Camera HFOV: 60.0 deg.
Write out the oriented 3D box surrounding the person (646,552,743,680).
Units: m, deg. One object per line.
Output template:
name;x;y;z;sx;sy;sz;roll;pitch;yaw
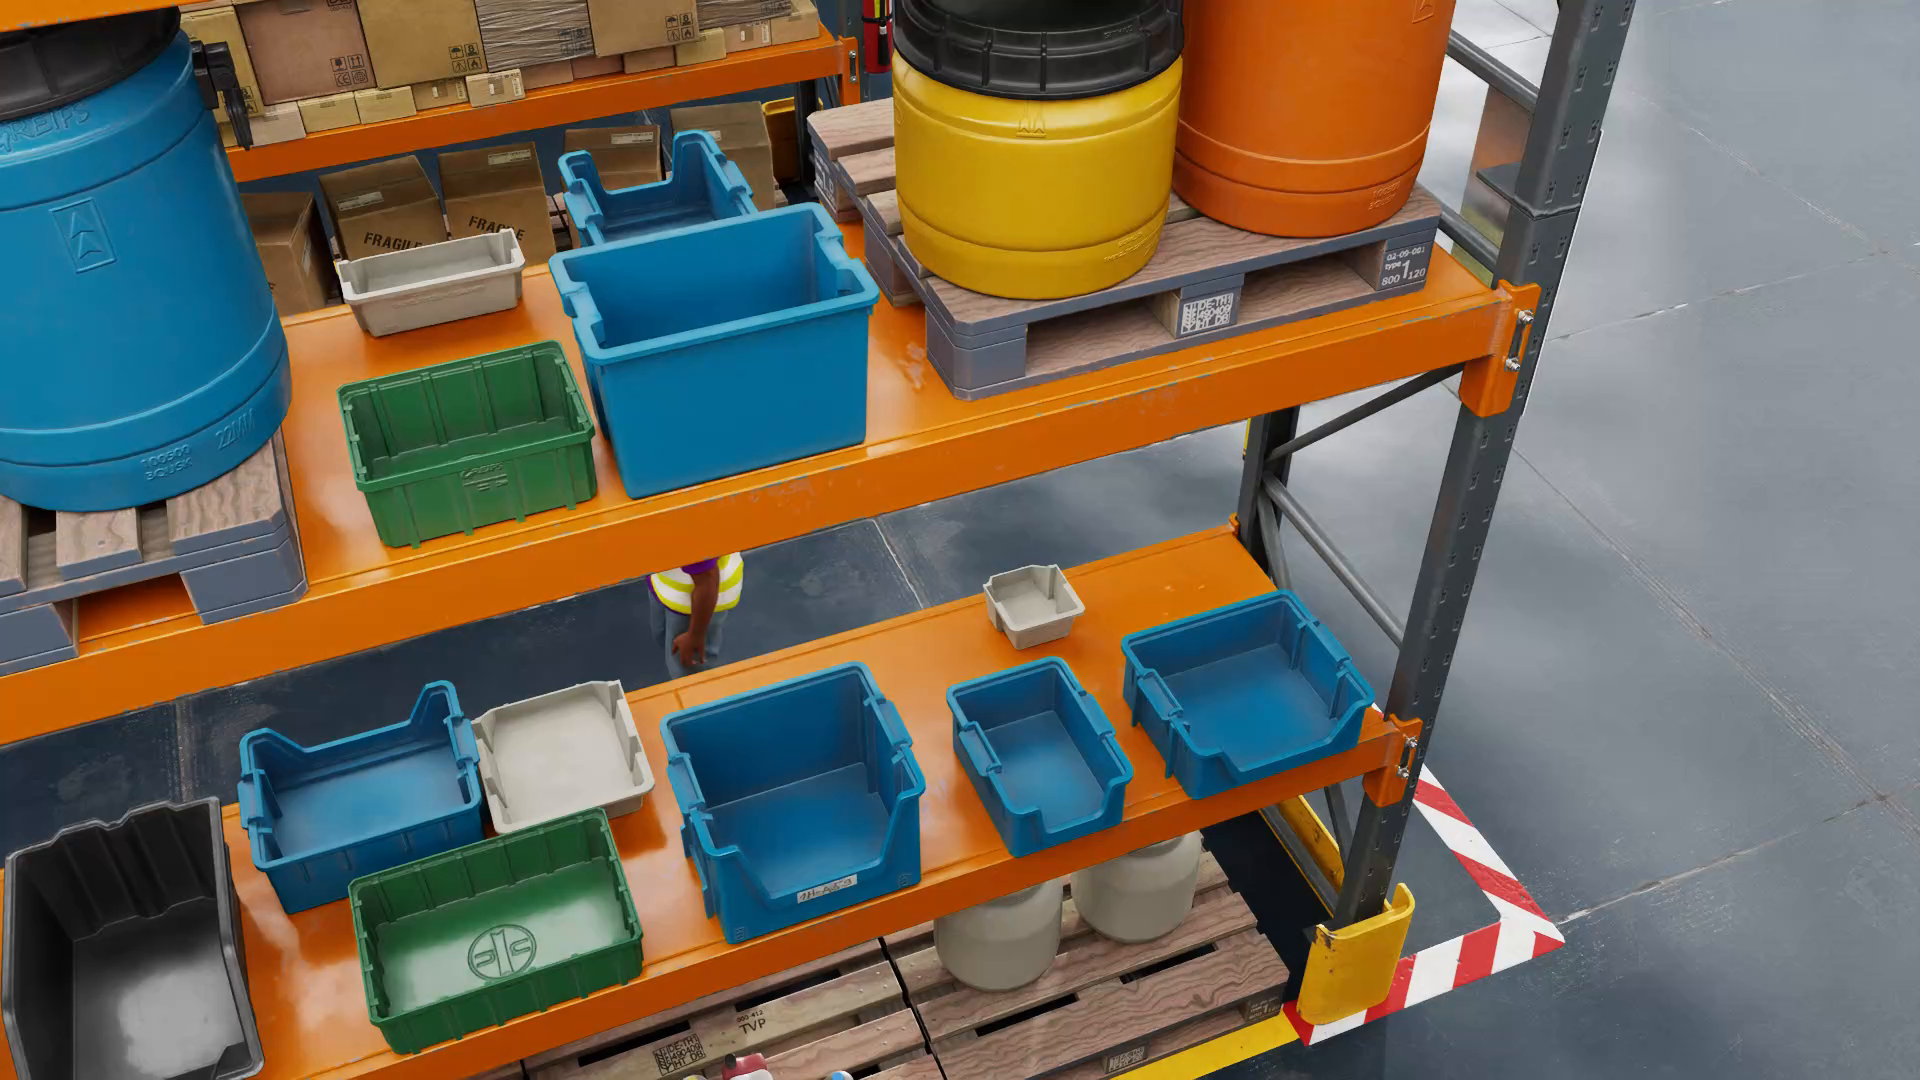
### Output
person;-1.018;0.160;5.964;0.459;1.761;0.627;-15;44;-17
